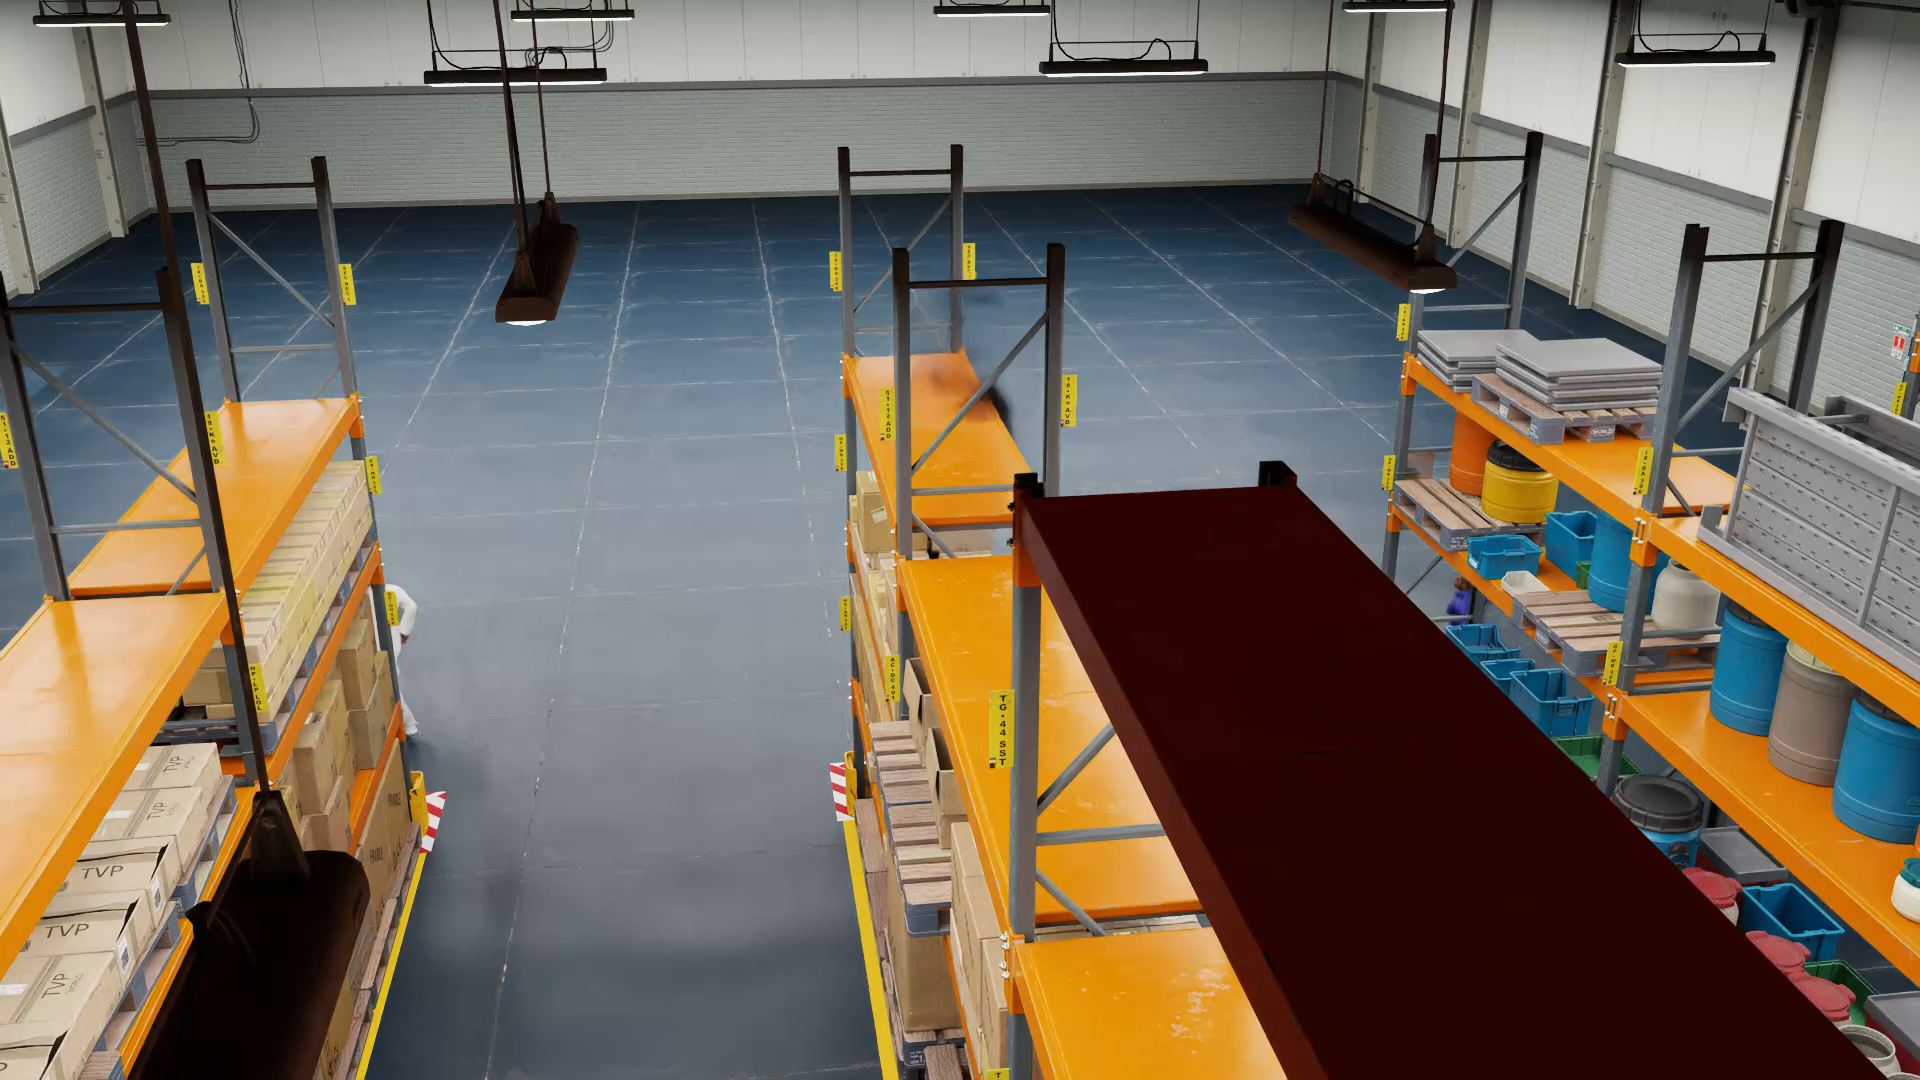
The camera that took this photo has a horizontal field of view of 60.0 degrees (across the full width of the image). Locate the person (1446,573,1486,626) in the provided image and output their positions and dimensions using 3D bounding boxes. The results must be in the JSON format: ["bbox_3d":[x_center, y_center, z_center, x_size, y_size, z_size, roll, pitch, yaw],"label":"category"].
[{"bbox_3d":[5.080,1.024,16.879,0.803,1.602,0.638,17,27,37],"label":"person"}]

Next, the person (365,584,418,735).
[{"bbox_3d":[-5.742,1.105,16.502,0.915,1.820,0.632,14,25,31],"label":"person"}]
